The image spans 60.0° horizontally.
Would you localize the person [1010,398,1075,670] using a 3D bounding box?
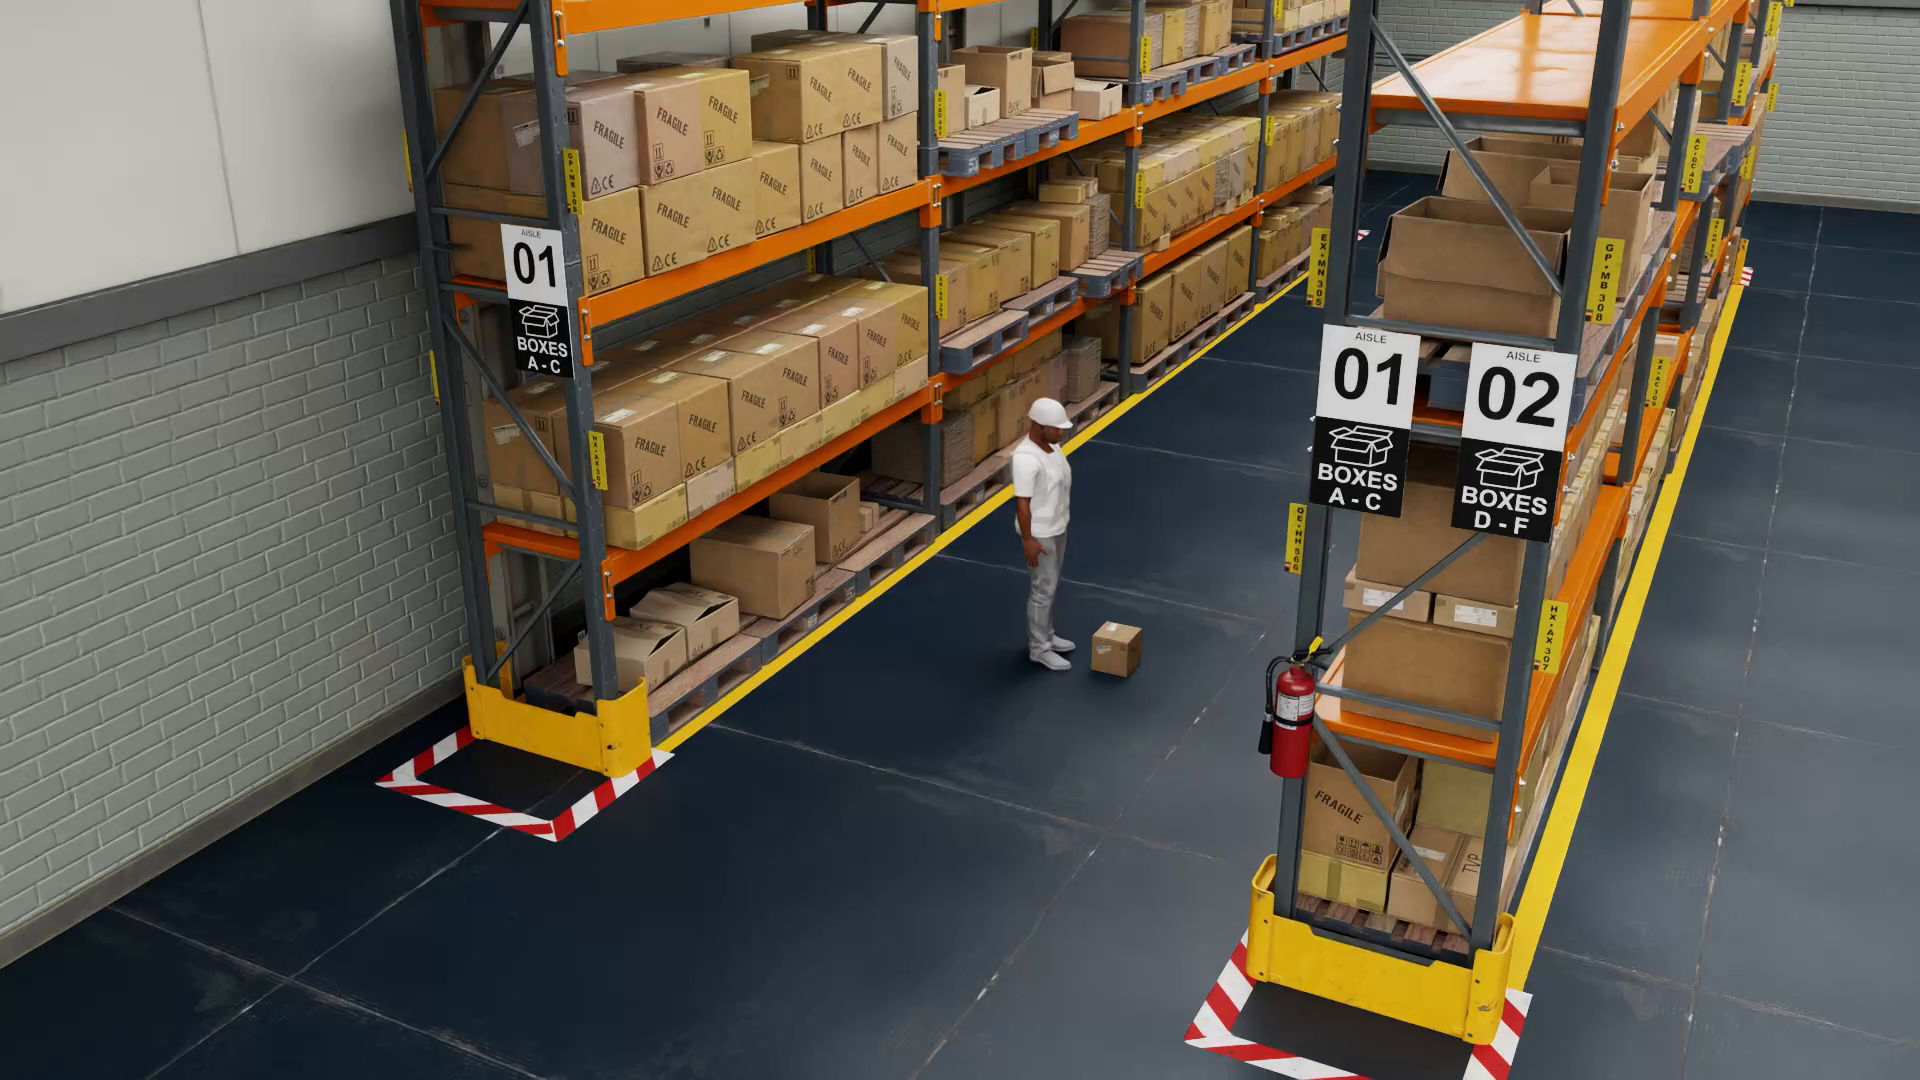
[{"bbox_3d":[0.585,-0.063,10.834,0.459,1.783,0.590,9,24,21],"label":"person"}]
